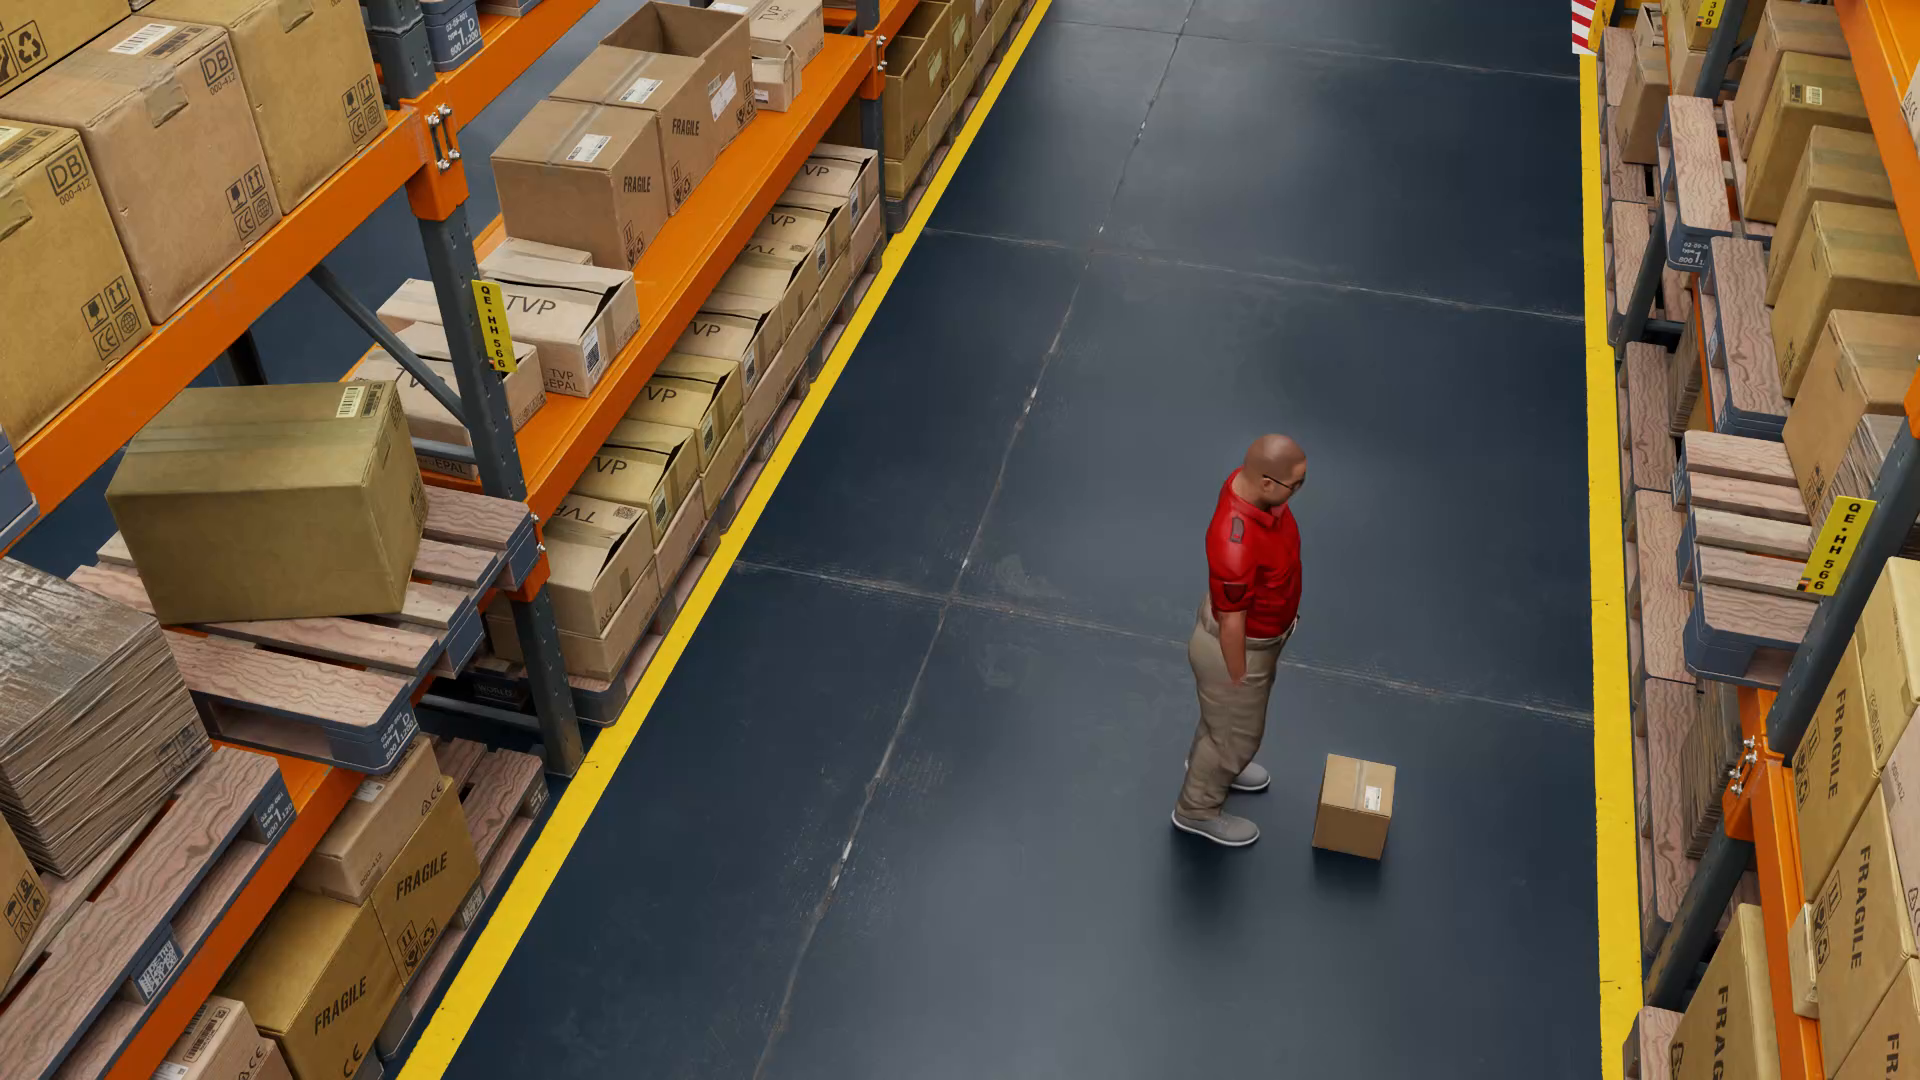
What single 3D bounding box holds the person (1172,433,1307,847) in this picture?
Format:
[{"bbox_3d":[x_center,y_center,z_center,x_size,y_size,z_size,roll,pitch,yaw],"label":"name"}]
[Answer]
[{"bbox_3d":[0.992,0.333,5.800,0.357,1.723,0.532,11,42,12],"label":"person"}]
